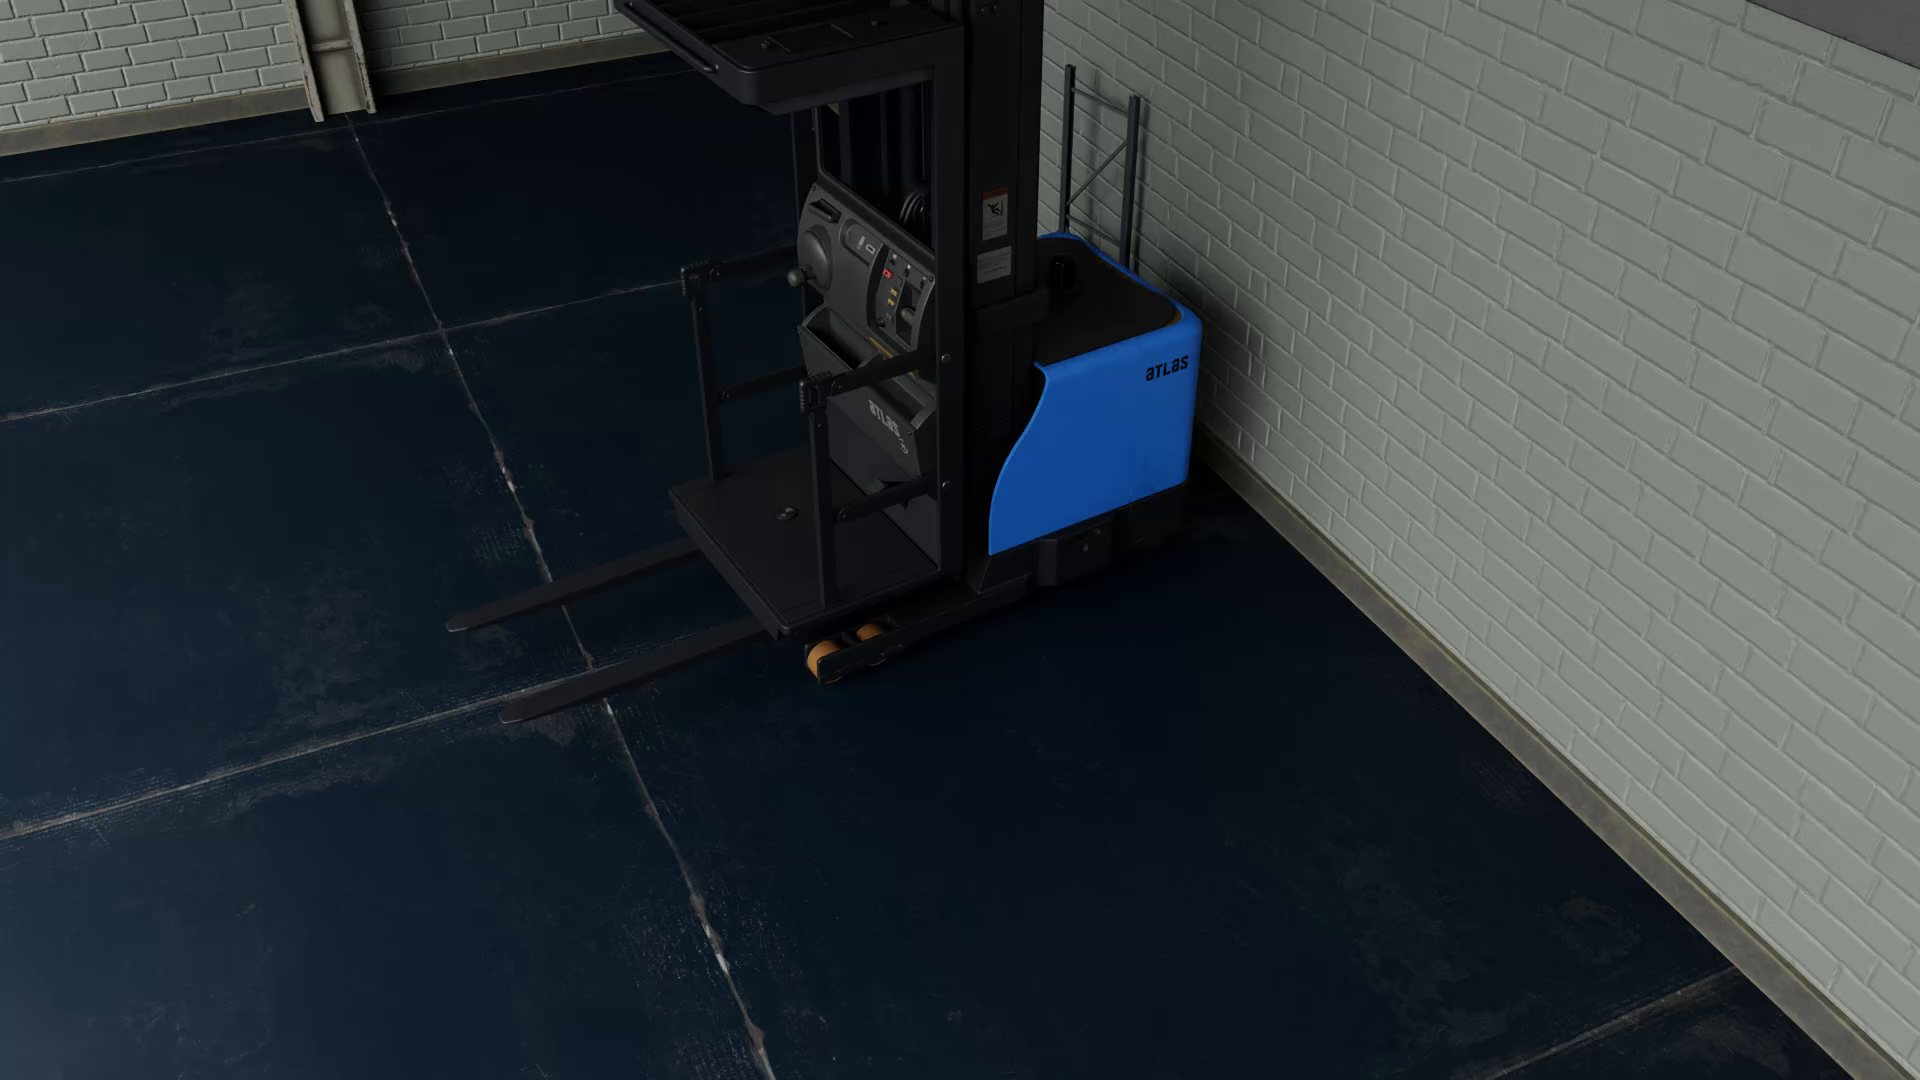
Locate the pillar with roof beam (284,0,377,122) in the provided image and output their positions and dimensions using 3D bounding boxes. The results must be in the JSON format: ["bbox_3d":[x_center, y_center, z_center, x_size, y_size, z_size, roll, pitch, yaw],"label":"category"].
[{"bbox_3d":[-2.305,-4.182,5.335,0.400,9.000,9.100,-16,39,-20],"label":"pillar with roof beam"}]

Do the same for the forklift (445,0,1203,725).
[{"bbox_3d":[-0.533,-0.981,6.112,3.031,2.935,1.130,-20,41,-25],"label":"forklift"}]

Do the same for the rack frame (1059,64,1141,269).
[{"bbox_3d":[0.644,-1.480,7.987,0.032,1.500,0.500,-23,42,-28],"label":"rack frame"}]

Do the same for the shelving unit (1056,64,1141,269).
[{"bbox_3d":[0.232,-1.303,7.747,1.048,1.500,0.538,-23,42,-28],"label":"shelving unit"}]

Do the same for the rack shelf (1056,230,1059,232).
[{"bbox_3d":[0.232,-1.158,7.855,1.000,0.185,0.538,-23,42,-28],"label":"rack shelf"}]
